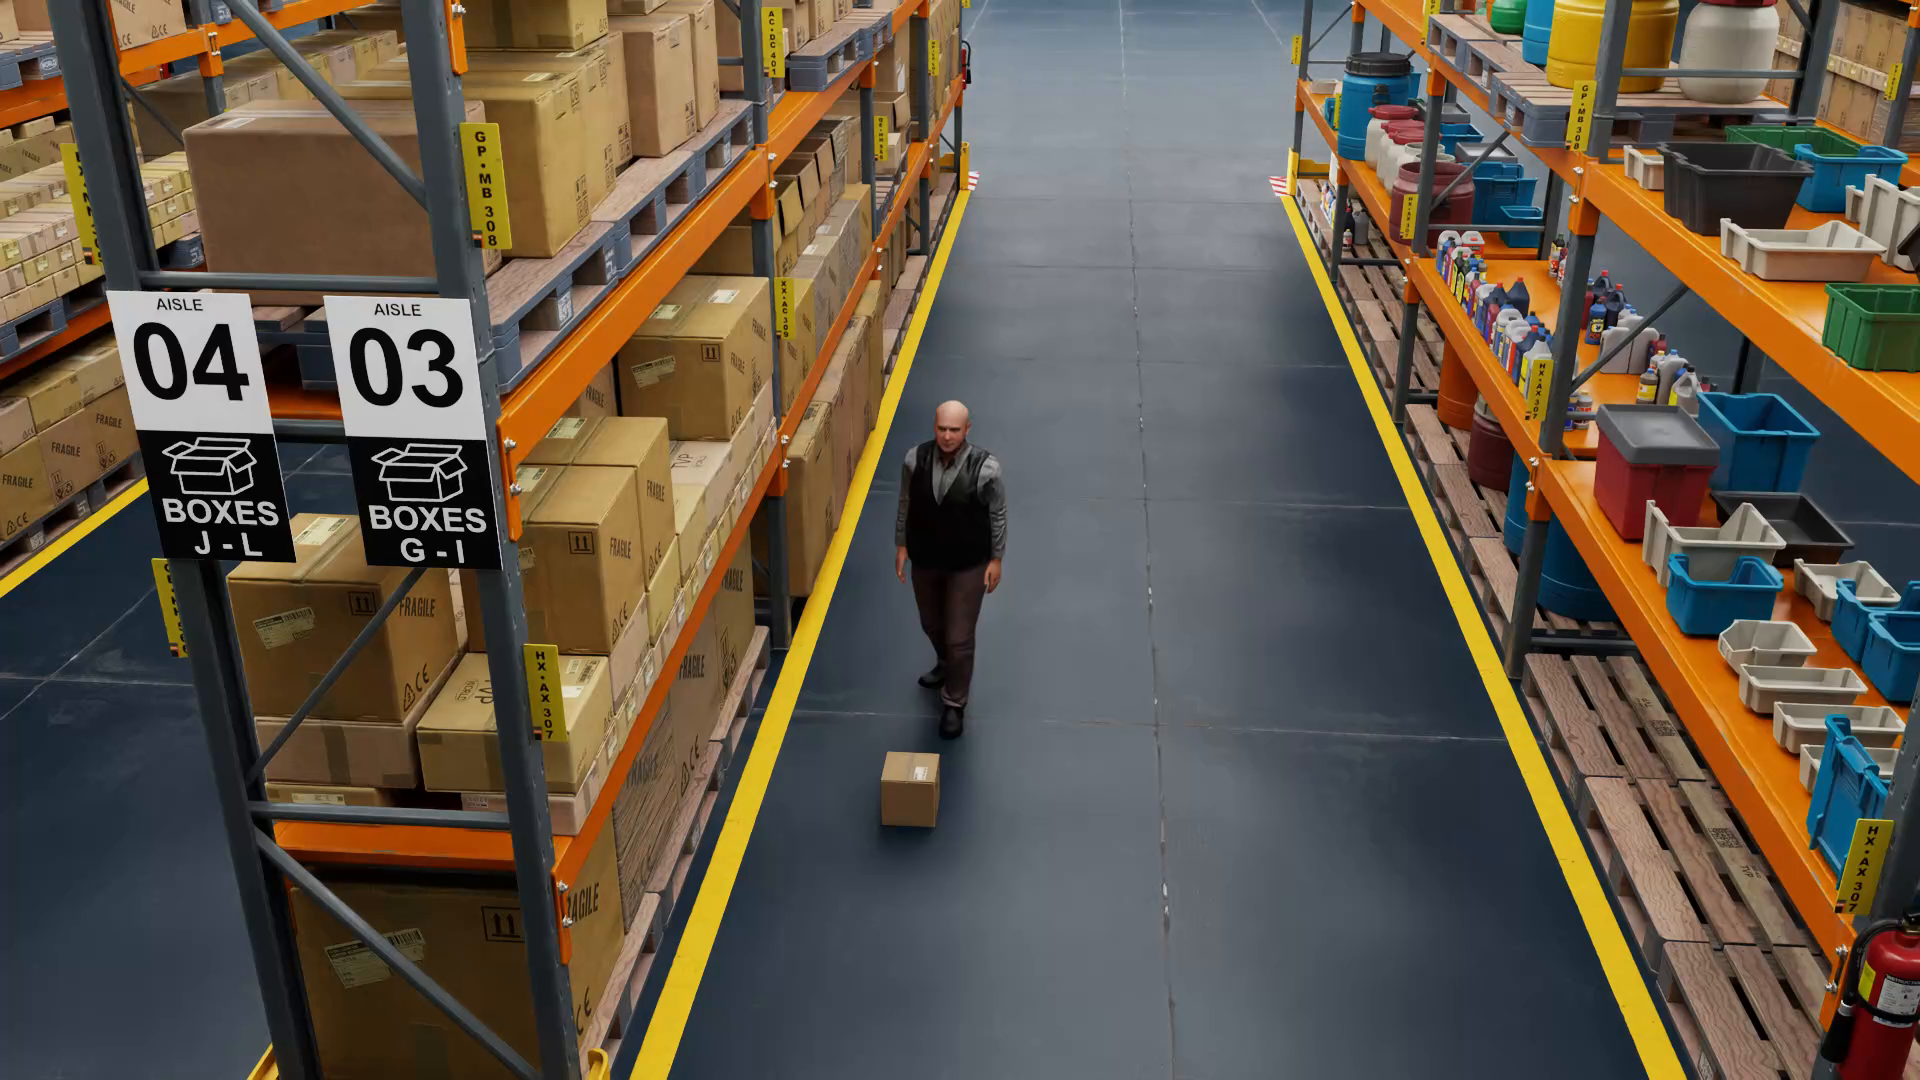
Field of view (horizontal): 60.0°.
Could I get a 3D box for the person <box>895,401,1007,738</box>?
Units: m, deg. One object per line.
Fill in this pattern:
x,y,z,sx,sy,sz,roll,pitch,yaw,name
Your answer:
-0.045,0.096,8.414,0.566,1.723,0.645,9,26,20,person
